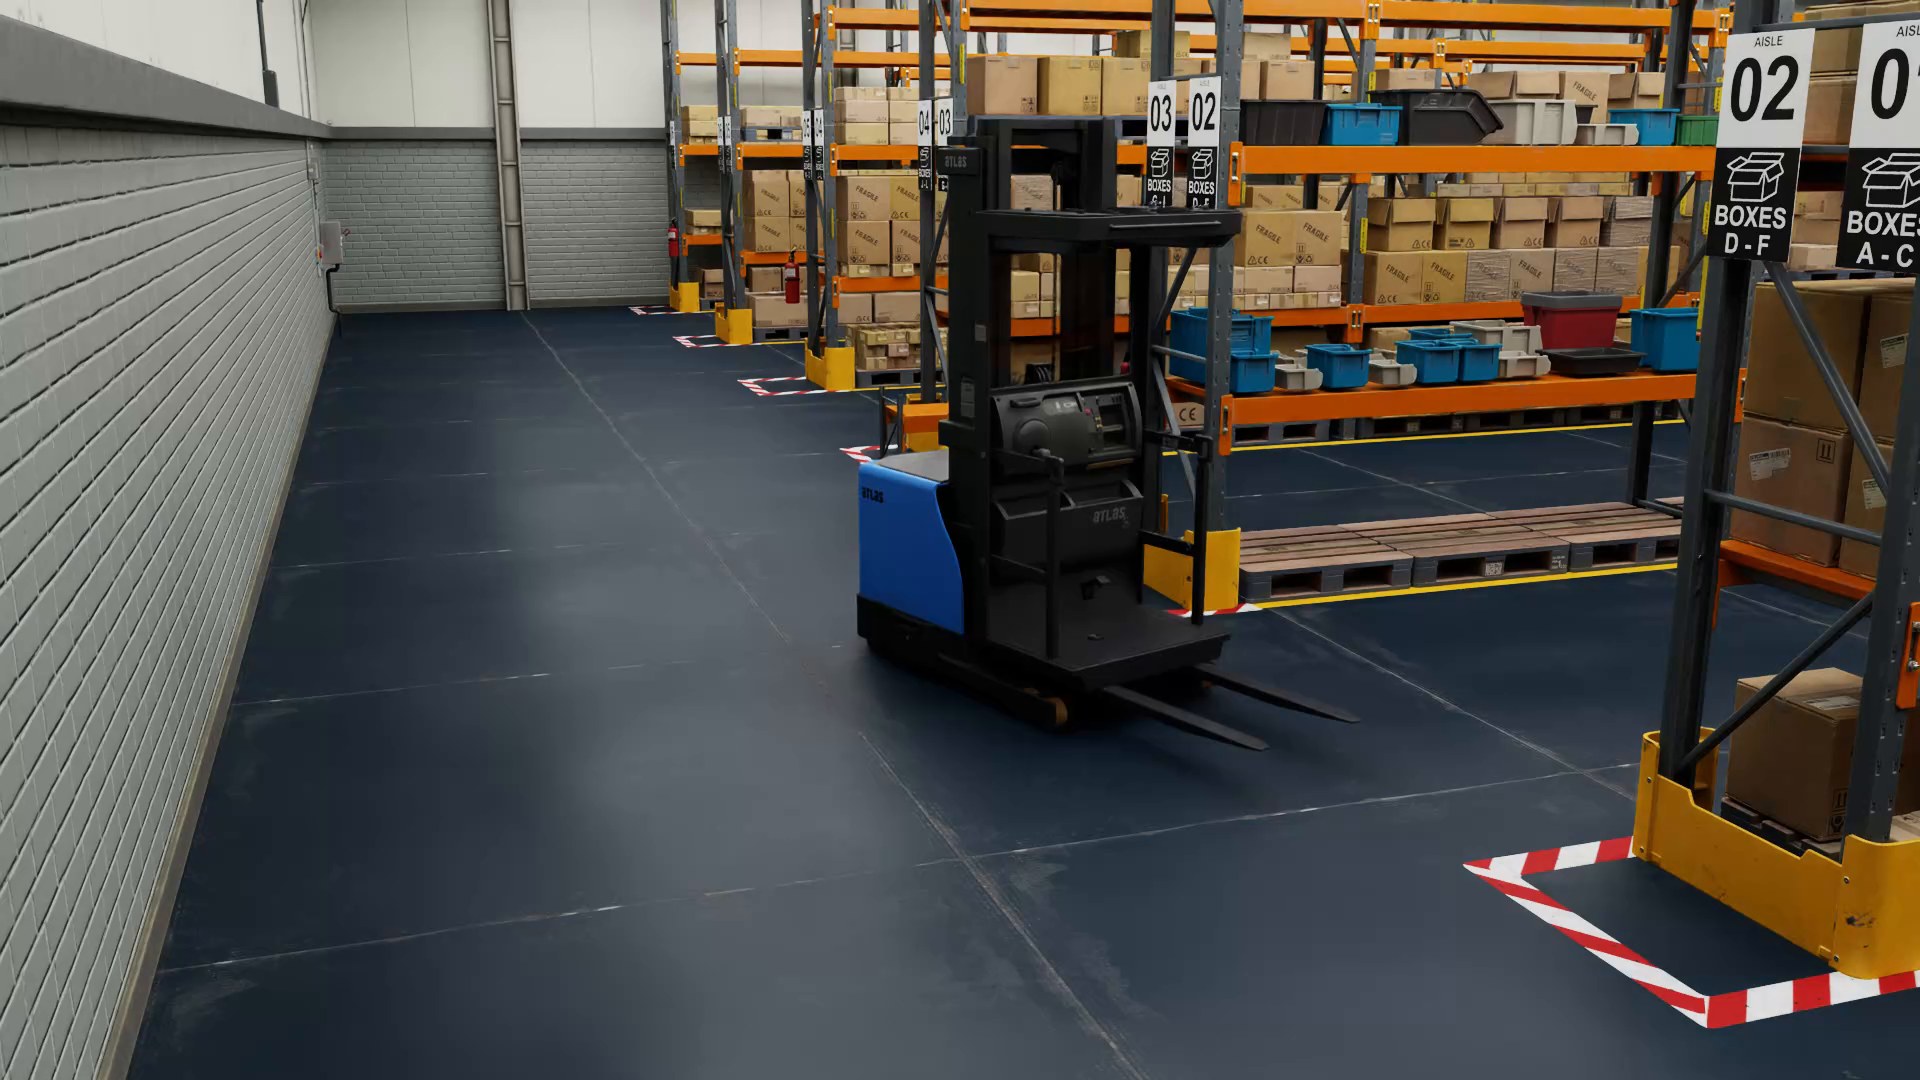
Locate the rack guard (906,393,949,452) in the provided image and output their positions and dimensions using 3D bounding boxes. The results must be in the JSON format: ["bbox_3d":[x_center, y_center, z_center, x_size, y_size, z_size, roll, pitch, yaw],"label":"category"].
[{"bbox_3d":[-0.179,-1.025,15.371,0.348,0.500,1.175,-4,14,-18],"label":"rack guard"}]

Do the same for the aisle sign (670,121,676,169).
[{"bbox_3d":[-4.874,-6.700,28.210,0.004,0.787,0.394,-4,14,-18],"label":"aisle sign"}]

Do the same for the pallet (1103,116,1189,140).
[{"bbox_3d":[1.702,-3.807,15.375,1.213,0.211,1.003,-4,14,-18],"label":"pallet"}]

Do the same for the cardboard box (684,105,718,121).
[{"bbox_3d":[-4.403,-7.257,28.287,0.500,0.250,0.500,-5,14,-19],"label":"cardboard box"}]

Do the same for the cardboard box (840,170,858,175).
[{"bbox_3d":[-1.658,-5.325,24.269,0.250,0.149,0.380,-4,14,-18],"label":"cardboard box"}]

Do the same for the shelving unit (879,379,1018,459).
[{"bbox_3d":[-0.006,-0.547,12.011,1.048,1.125,0.538,-4,14,-18],"label":"shelving unit"}]

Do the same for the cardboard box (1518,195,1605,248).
[{"bbox_3d":[6.109,-3.272,17.033,0.637,0.503,0.797,-4,14,-17],"label":"cardboard box"}]

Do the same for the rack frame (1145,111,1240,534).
[{"bbox_3d":[1.424,-1.157,10.523,0.127,3.000,1.000,-4,14,-18],"label":"rack frame"}]

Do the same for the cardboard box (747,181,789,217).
[{"bbox_3d":[-2.771,-4.924,23.986,0.500,0.500,0.500,-5,14,-19],"label":"cardboard box"}]

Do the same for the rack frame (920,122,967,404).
[{"bbox_3d":[-0.156,-2.243,15.090,0.127,3.000,1.000,-4,14,-18],"label":"rack frame"}]

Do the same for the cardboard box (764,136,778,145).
[{"bbox_3d":[-3.309,-6.903,28.743,0.250,0.149,0.380,-5,14,-19],"label":"cardboard box"}]

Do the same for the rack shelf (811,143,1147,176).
[{"bbox_3d":[0.253,-4.595,20.051,4.000,0.370,1.077,-4,14,-18],"label":"rack shelf"}]

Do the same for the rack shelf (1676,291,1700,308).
[{"bbox_3d":[9.322,-2.631,18.276,4.000,0.370,1.077,-4,14,-18],"label":"rack shelf"}]

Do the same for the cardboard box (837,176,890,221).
[{"bbox_3d":[-1.132,-3.993,19.427,0.500,0.500,0.500,-5,14,-18],"label":"cardboard box"}]

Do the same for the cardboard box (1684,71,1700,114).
[{"bbox_3d":[7.799,-4.674,17.534,0.500,0.500,0.500,-4,14,-17],"label":"cardboard box"}]

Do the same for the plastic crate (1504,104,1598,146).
[{"bbox_3d":[3.950,-2.816,11.299,0.590,0.269,0.497,-4,14,-18],"label":"plastic crate"}]

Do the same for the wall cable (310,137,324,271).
[{"bbox_3d":[-9.117,-4.799,23.643,0.122,1.984,0.588,-4,14,-18],"label":"wall cable"}]

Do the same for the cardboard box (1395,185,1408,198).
[{"bbox_3d":[7.222,-5.578,27.346,0.500,0.500,0.500,-4,14,-18],"label":"cardboard box"}]

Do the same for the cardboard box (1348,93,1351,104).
[{"bbox_3d":[5.158,-5.681,21.191,0.258,0.266,0.396,-4,14,-18],"label":"cardboard box"}]

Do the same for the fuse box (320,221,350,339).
[{"bbox_3d":[-9.185,-3.840,24.587,0.414,1.711,0.539,-4,14,-18],"label":"fuse box"}]

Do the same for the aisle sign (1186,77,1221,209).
[{"bbox_3d":[1.450,-2.351,9.926,0.004,0.787,0.394,-4,14,-18],"label":"aisle sign"}]

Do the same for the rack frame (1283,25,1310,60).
[{"bbox_3d":[6.470,-9.309,31.832,0.127,3.000,1.000,-4,14,-18],"label":"rack frame"}]

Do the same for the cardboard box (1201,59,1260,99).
[{"bbox_3d":[2.401,-4.189,15.451,0.500,0.500,0.700,-4,14,-15],"label":"cardboard box"}]

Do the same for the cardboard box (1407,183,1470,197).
[{"bbox_3d":[6.369,-4.495,22.179,0.500,0.500,0.700,-5,14,-18],"label":"cardboard box"}]

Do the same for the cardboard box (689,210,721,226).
[{"bbox_3d":[-4.387,-5.551,28.678,0.500,0.250,0.500,-4,14,-18],"label":"cardboard box"}]

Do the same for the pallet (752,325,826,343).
[{"bbox_3d":[-2.584,-3.136,24.870,1.213,0.211,1.003,-4,14,-18],"label":"pallet"}]

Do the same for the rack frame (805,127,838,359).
[{"bbox_3d":[-1.642,-3.338,19.694,0.127,3.000,1.000,-4,14,-18],"label":"rack frame"}]

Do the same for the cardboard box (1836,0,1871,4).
[{"bbox_3d":[3.482,-2.106,5.654,0.500,0.500,0.700,-4,14,-18],"label":"cardboard box"}]

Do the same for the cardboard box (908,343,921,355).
[{"bbox_3d":[-0.583,-2.328,20.058,0.250,0.149,0.380,-4,14,-17],"label":"cardboard box"}]

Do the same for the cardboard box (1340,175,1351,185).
[{"bbox_3d":[6.501,-5.955,27.529,0.250,0.149,0.380,-4,14,-15],"label":"cardboard box"}]

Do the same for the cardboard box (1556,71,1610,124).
[{"bbox_3d":[6.081,-4.402,16.560,0.500,0.500,0.500,-4,14,-15],"label":"cardboard box"}]

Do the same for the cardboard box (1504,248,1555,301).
[{"bbox_3d":[5.589,-2.679,16.708,0.500,0.500,0.500,-4,14,-17],"label":"cardboard box"}]

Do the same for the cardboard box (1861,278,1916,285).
[{"bbox_3d":[3.812,-0.736,6.376,0.500,0.500,0.500,-4,14,-17],"label":"cardboard box"}]

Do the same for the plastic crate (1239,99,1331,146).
[{"bbox_3d":[1.877,-2.520,10.053,0.590,0.269,0.497,-4,14,-18],"label":"plastic crate"}]

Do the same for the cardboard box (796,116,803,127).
[{"bbox_3d":[-2.212,-6.036,23.975,0.250,0.149,0.380,-4,14,-16],"label":"cardboard box"}]

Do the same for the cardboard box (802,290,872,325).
[{"bbox_3d":[-1.858,-3.514,25.064,0.875,0.438,0.875,-4,14,-17],"label":"cardboard box"}]

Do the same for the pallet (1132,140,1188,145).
[{"bbox_3d":[2.768,-5.023,20.703,1.003,0.211,1.213,-4,14,-18],"label":"pallet"}]

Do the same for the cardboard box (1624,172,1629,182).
[{"bbox_3d":[11.433,-6.191,28.670,0.500,0.500,0.700,-5,14,-19],"label":"cardboard box"}]

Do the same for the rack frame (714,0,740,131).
[{"bbox_3d":[-3.317,-7.335,23.533,0.127,3.000,1.000,-4,14,-18],"label":"rack frame"}]

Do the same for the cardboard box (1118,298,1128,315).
[{"bbox_3d":[1.503,-2.170,15.326,0.250,0.149,0.380,-5,14,-19],"label":"cardboard box"}]

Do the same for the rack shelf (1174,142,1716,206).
[{"bbox_3d":[3.319,-2.413,10.879,4.000,0.370,1.077,-4,14,-18],"label":"rack shelf"}]

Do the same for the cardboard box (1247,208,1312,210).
[{"bbox_3d":[3.099,-2.995,16.314,0.500,0.500,0.500,-4,14,-18],"label":"cardboard box"}]

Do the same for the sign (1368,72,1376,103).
[{"bbox_3d":[3.813,-4.166,15.403,0.005,0.325,0.100,-4,14,-18],"label":"sign"}]

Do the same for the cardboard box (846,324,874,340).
[{"bbox_3d":[-1.221,-2.540,20.305,0.250,0.149,0.380,-4,14,-17],"label":"cardboard box"}]

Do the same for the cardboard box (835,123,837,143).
[{"bbox_3d":[-1.296,-4.816,19.750,0.500,0.250,0.500,-5,14,-19],"label":"cardboard box"}]

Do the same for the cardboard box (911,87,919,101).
[{"bbox_3d":[-0.504,-5.172,19.305,0.250,0.149,0.380,-4,14,-17],"label":"cardboard box"}]

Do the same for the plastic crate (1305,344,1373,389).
[{"bbox_3d":[2.386,-1.099,10.513,0.300,0.233,0.416,-4,14,-18],"label":"plastic crate"}]

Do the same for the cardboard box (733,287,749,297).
[{"bbox_3d":[-3.878,-4.369,29.282,0.250,0.149,0.380,-5,14,-20],"label":"cardboard box"}]

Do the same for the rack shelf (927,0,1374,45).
[{"bbox_3d":[1.739,-4.764,15.146,4.000,0.370,1.077,-4,14,-18],"label":"rack shelf"}]

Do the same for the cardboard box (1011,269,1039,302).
[{"bbox_3d":[0.385,-2.291,14.973,0.500,0.250,0.500,-5,14,-20],"label":"cardboard box"}]

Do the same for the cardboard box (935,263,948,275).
[{"bbox_3d":[-0.264,-3.268,19.941,0.250,0.149,0.380,-5,14,-19],"label":"cardboard box"}]

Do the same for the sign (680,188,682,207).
[{"bbox_3d":[-4.730,-5.807,28.202,0.005,0.325,0.100,-4,14,-18],"label":"sign"}]

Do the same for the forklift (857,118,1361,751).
[{"bbox_3d":[0.689,-0.614,8.391,1.130,2.935,3.031,-10,16,-35],"label":"forklift"}]
